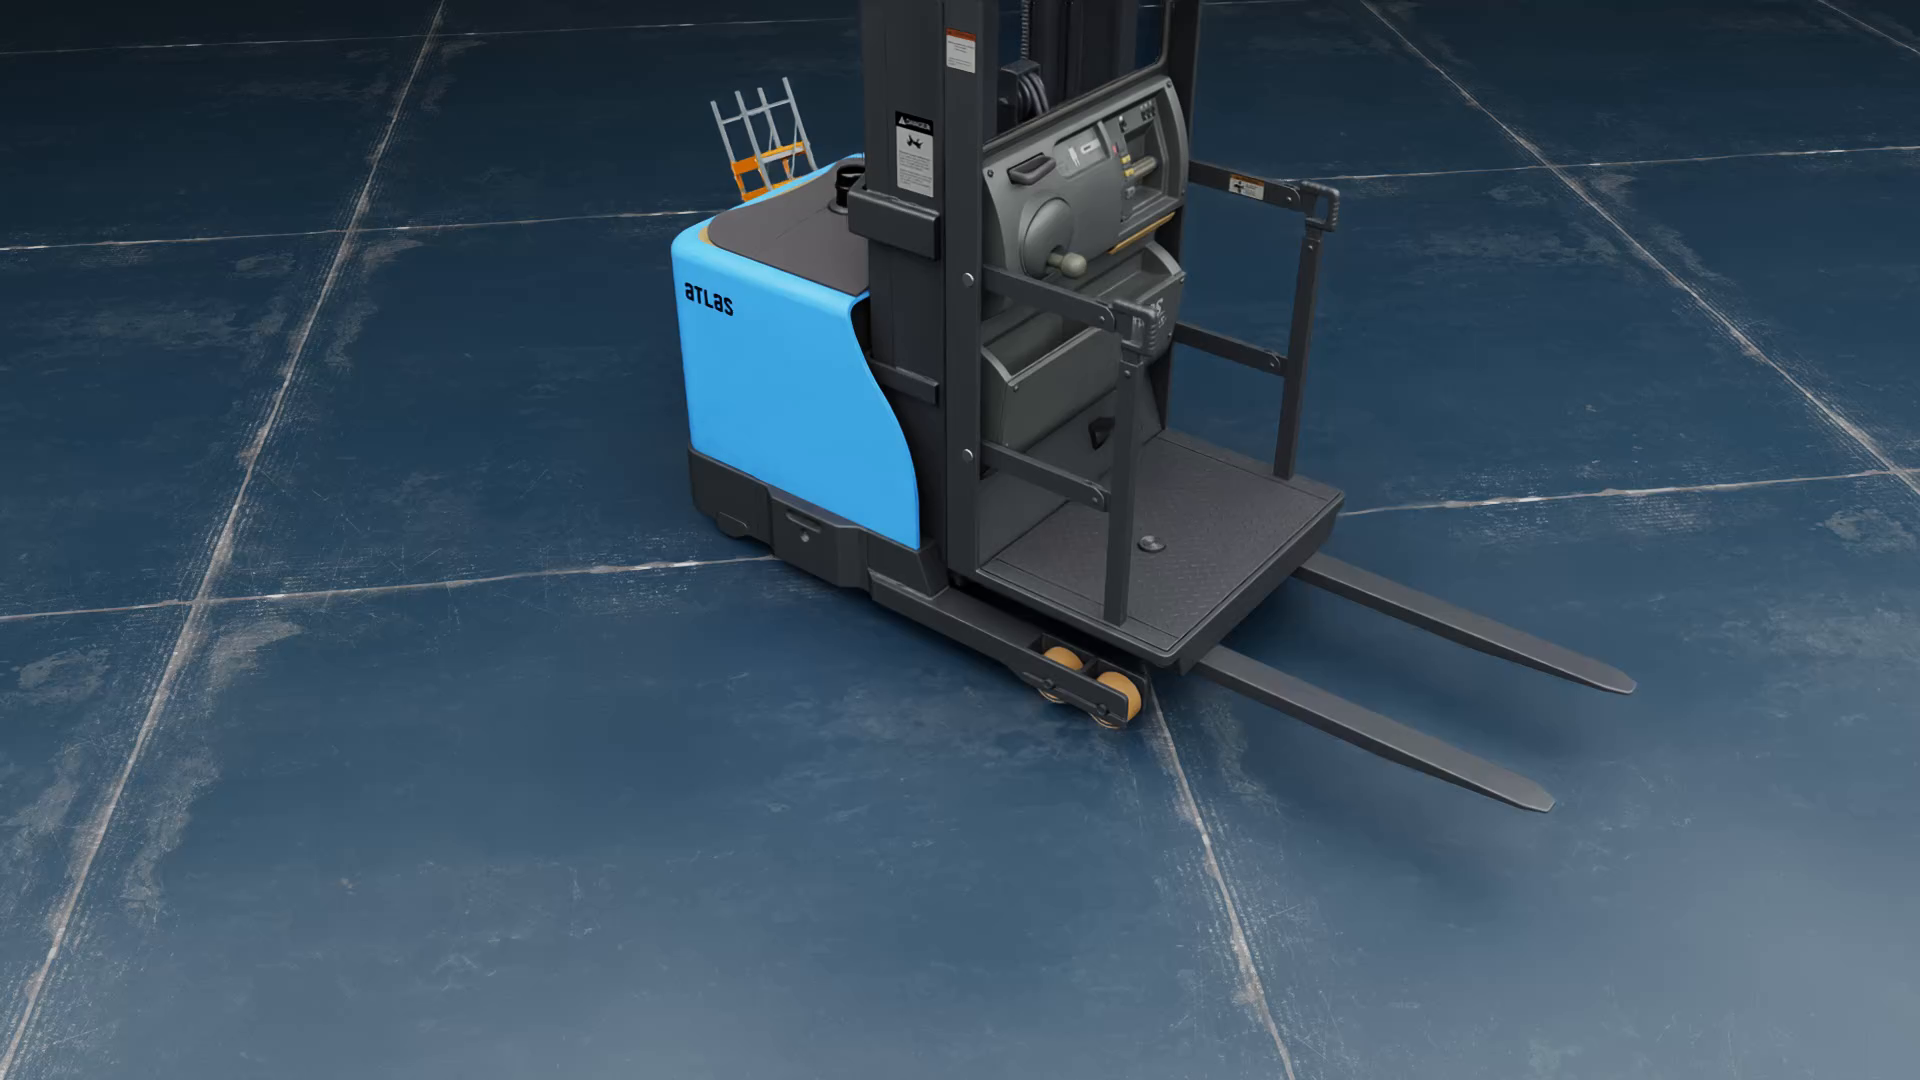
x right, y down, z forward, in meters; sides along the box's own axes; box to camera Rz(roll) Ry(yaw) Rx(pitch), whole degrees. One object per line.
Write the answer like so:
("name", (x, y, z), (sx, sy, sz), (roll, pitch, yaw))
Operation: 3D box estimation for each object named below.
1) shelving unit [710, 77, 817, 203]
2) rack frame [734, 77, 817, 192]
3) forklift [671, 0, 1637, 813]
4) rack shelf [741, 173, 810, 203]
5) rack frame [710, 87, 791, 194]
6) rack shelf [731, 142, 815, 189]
("shelving unit", (-0.616, -1.137, 6.387), (0.258, 1.200, 0.189), (-27, 17, -34))
("rack frame", (-0.560, -1.137, 6.314), (0.240, 1.200, 0.006), (-27, 17, -34))
("forklift", (0.537, -0.992, 4.603), (3.031, 2.935, 1.130), (24, 41, 31))
("rack shelf", (-0.674, -1.318, 6.341), (0.258, 0.103, 0.180), (-27, 17, -34))
("rack frame", (-0.671, -1.138, 6.460), (0.240, 1.200, 0.006), (-27, 17, -34))
("rack shelf", (-0.710, -1.429, 6.312), (0.258, 0.103, 0.180), (-27, 17, -34))
